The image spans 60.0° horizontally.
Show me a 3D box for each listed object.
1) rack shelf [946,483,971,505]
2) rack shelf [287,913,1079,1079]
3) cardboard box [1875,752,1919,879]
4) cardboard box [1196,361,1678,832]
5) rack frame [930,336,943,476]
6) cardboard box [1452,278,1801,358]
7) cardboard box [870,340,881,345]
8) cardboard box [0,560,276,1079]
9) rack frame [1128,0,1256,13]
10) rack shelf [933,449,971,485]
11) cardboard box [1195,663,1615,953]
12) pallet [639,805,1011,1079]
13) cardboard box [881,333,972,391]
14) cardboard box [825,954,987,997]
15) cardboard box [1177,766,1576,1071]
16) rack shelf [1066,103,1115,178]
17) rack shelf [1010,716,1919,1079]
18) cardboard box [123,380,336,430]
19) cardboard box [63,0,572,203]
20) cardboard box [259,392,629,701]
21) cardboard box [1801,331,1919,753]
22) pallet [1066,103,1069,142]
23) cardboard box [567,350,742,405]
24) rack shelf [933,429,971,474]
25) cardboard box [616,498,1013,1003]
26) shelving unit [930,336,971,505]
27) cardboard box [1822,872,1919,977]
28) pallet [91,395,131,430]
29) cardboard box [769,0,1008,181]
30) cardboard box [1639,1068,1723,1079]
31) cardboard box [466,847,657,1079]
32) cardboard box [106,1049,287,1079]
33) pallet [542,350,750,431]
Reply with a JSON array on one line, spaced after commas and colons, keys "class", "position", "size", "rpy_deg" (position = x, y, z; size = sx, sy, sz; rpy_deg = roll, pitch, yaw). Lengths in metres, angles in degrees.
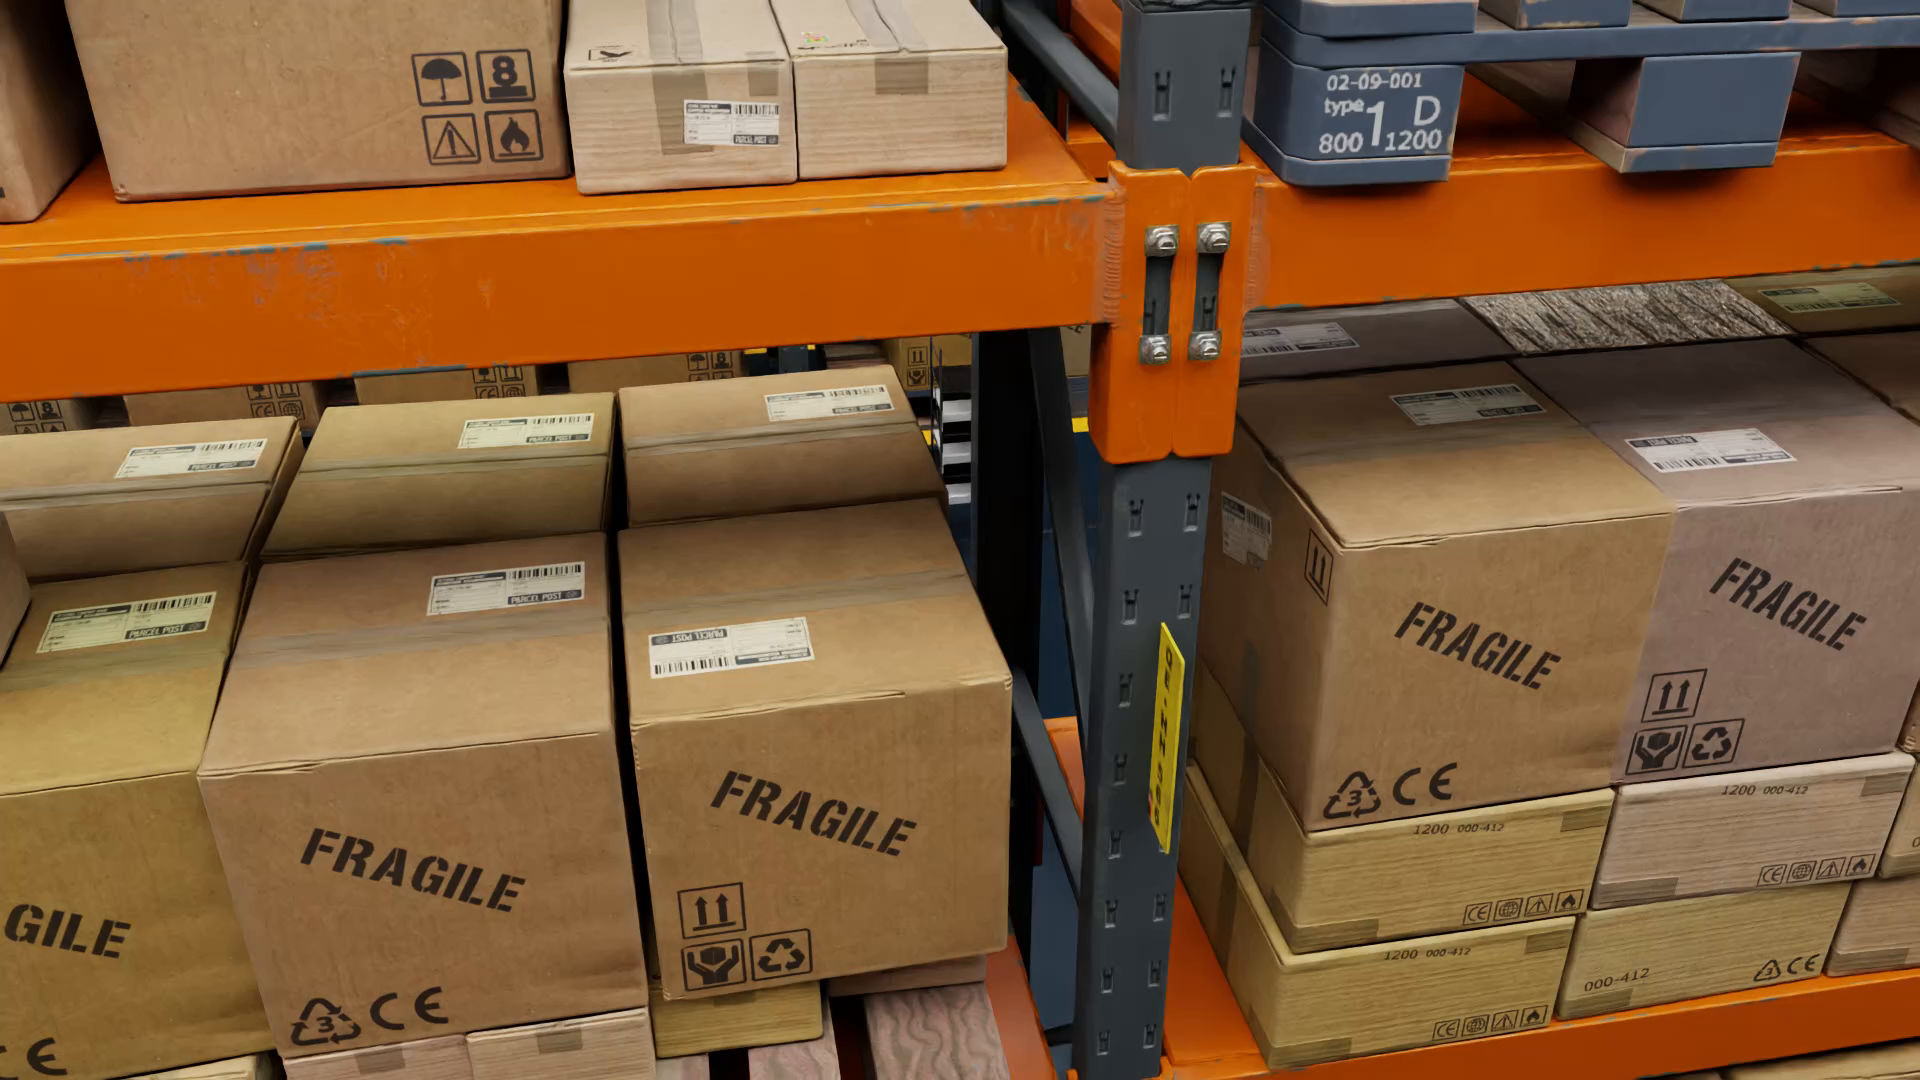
[{"class": "rack shelf", "position": [0.008, -0.205, 6.631], "size": [0.200, 0.077, 0.258], "rpy_deg": [-5, 31, -9]}, {"class": "rack shelf", "position": [-1.796, 0.960, 2.868], "size": [4.000, 0.370, 1.077], "rpy_deg": [-5, 31, -9]}, {"class": "cardboard box", "position": [1.715, 0.307, 2.923], "size": [0.500, 0.250, 0.500], "rpy_deg": [-5, 31, -9]}, {"class": "cardboard box", "position": [0.701, 0.070, 2.586], "size": [0.500, 0.500, 0.500], "rpy_deg": [-6, 31, -11]}, {"class": "rack frame", "position": [-0.092, -0.379, 6.507], "size": [0.006, 0.900, 0.240], "rpy_deg": [-5, 31, -9]}, {"class": "cardboard box", "position": [1.136, -0.235, 3.106], "size": [0.500, 0.500, 0.500], "rpy_deg": [-5, 31, -8]}, {"class": "cardboard box", "position": [-0.219, -1.285, 8.028], "size": [0.500, 0.500, 0.500], "rpy_deg": [-5, 31, -9]}, {"class": "cardboard box", "position": [-1.229, 0.394, 2.313], "size": [0.500, 0.500, 0.500], "rpy_deg": [-7, 31, -12]}, {"class": "rack frame", "position": [0.171, -2.119, 1.475], "size": [0.127, 3.000, 1.000], "rpy_deg": [-5, 31, -9]}, {"class": "rack shelf", "position": [0.008, -0.282, 6.586], "size": [0.200, 0.077, 0.258], "rpy_deg": [-5, 31, -9]}, {"class": "cardboard box", "position": [0.714, 0.393, 2.776], "size": [0.500, 0.250, 0.500], "rpy_deg": [-6, 31, -9]}, {"class": "pallet", "position": [-0.510, 0.668, 2.843], "size": [1.003, 0.211, 1.213], "rpy_deg": [-5, 31, -9]}, {"class": "cardboard box", "position": [-0.078, -1.032, 7.598], "size": [0.500, 0.500, 0.500], "rpy_deg": [-7, 31, -11]}, {"class": "cardboard box", "position": [-0.109, 0.542, 2.703], "size": [0.250, 0.149, 0.380], "rpy_deg": [-4, 31, -7]}, {"class": "cardboard box", "position": [0.698, 0.613, 2.897], "size": [0.500, 0.250, 0.500], "rpy_deg": [-6, 31, -10]}, {"class": "rack shelf", "position": [1.148, -1.864, 7.670], "size": [4.000, 0.370, 1.077], "rpy_deg": [-5, 31, -9]}, {"class": "rack shelf", "position": [2.139, 0.595, 3.489], "size": [4.000, 0.370, 1.077], "rpy_deg": [-5, 31, -9]}, {"class": "cardboard box", "position": [-3.210, -1.025, 7.339], "size": [0.750, 0.750, 1.050], "rpy_deg": [-5, 31, -9]}, {"class": "cardboard box", "position": [-0.763, -0.787, 2.071], "size": [0.500, 0.500, 0.700], "rpy_deg": [-5, 31, -9]}, {"class": "cardboard box", "position": [-0.824, 0.092, 2.828], "size": [0.500, 0.500, 0.500], "rpy_deg": [-4, 31, -6]}, {"class": "cardboard box", "position": [1.698, -0.019, 2.739], "size": [0.500, 0.500, 0.500], "rpy_deg": [-4, 31, -8]}, {"class": "pallet", "position": [-0.138, -2.027, 7.427], "size": [1.003, 0.211, 1.213], "rpy_deg": [-5, 31, -9]}, {"class": "cardboard box", "position": [-1.435, -1.192, 7.623], "size": [0.750, 0.750, 1.050], "rpy_deg": [-6, 31, -10]}, {"class": "rack shelf", "position": [0.008, -0.360, 6.540], "size": [0.200, 0.077, 0.258], "rpy_deg": [-5, 31, -9]}, {"class": "cardboard box", "position": [-0.226, 0.295, 2.482], "size": [0.500, 0.500, 0.500], "rpy_deg": [-6, 31, -10]}, {"class": "shelving unit", "position": [0.008, -0.389, 6.523], "size": [0.210, 0.900, 0.258], "rpy_deg": [-5, 31, -9]}, {"class": "cardboard box", "position": [1.717, 0.512, 3.068], "size": [0.500, 0.250, 0.500], "rpy_deg": [-4, 31, -7]}, {"class": "pallet", "position": [-4.009, -0.532, 7.447], "size": [1.213, 0.211, 1.003], "rpy_deg": [-5, 31, -9]}, {"class": "cardboard box", "position": [-0.101, -0.584, 2.072], "size": [0.250, 0.149, 0.380], "rpy_deg": [-5, 31, -9]}, {"class": "cardboard box", "position": [0.866, 1.181, 3.465], "size": [0.875, 0.875, 0.875], "rpy_deg": [-6, 31, -9]}, {"class": "cardboard box", "position": [-0.599, 0.648, 2.523], "size": [0.250, 0.149, 0.380], "rpy_deg": [-6, 31, -9]}, {"class": "cardboard box", "position": [-1.116, 0.699, 2.436], "size": [0.250, 0.149, 0.380], "rpy_deg": [-5, 31, -8]}, {"class": "pallet", "position": [-1.609, -0.755, 7.826], "size": [1.213, 0.211, 1.003], "rpy_deg": [-5, 31, -9]}]
